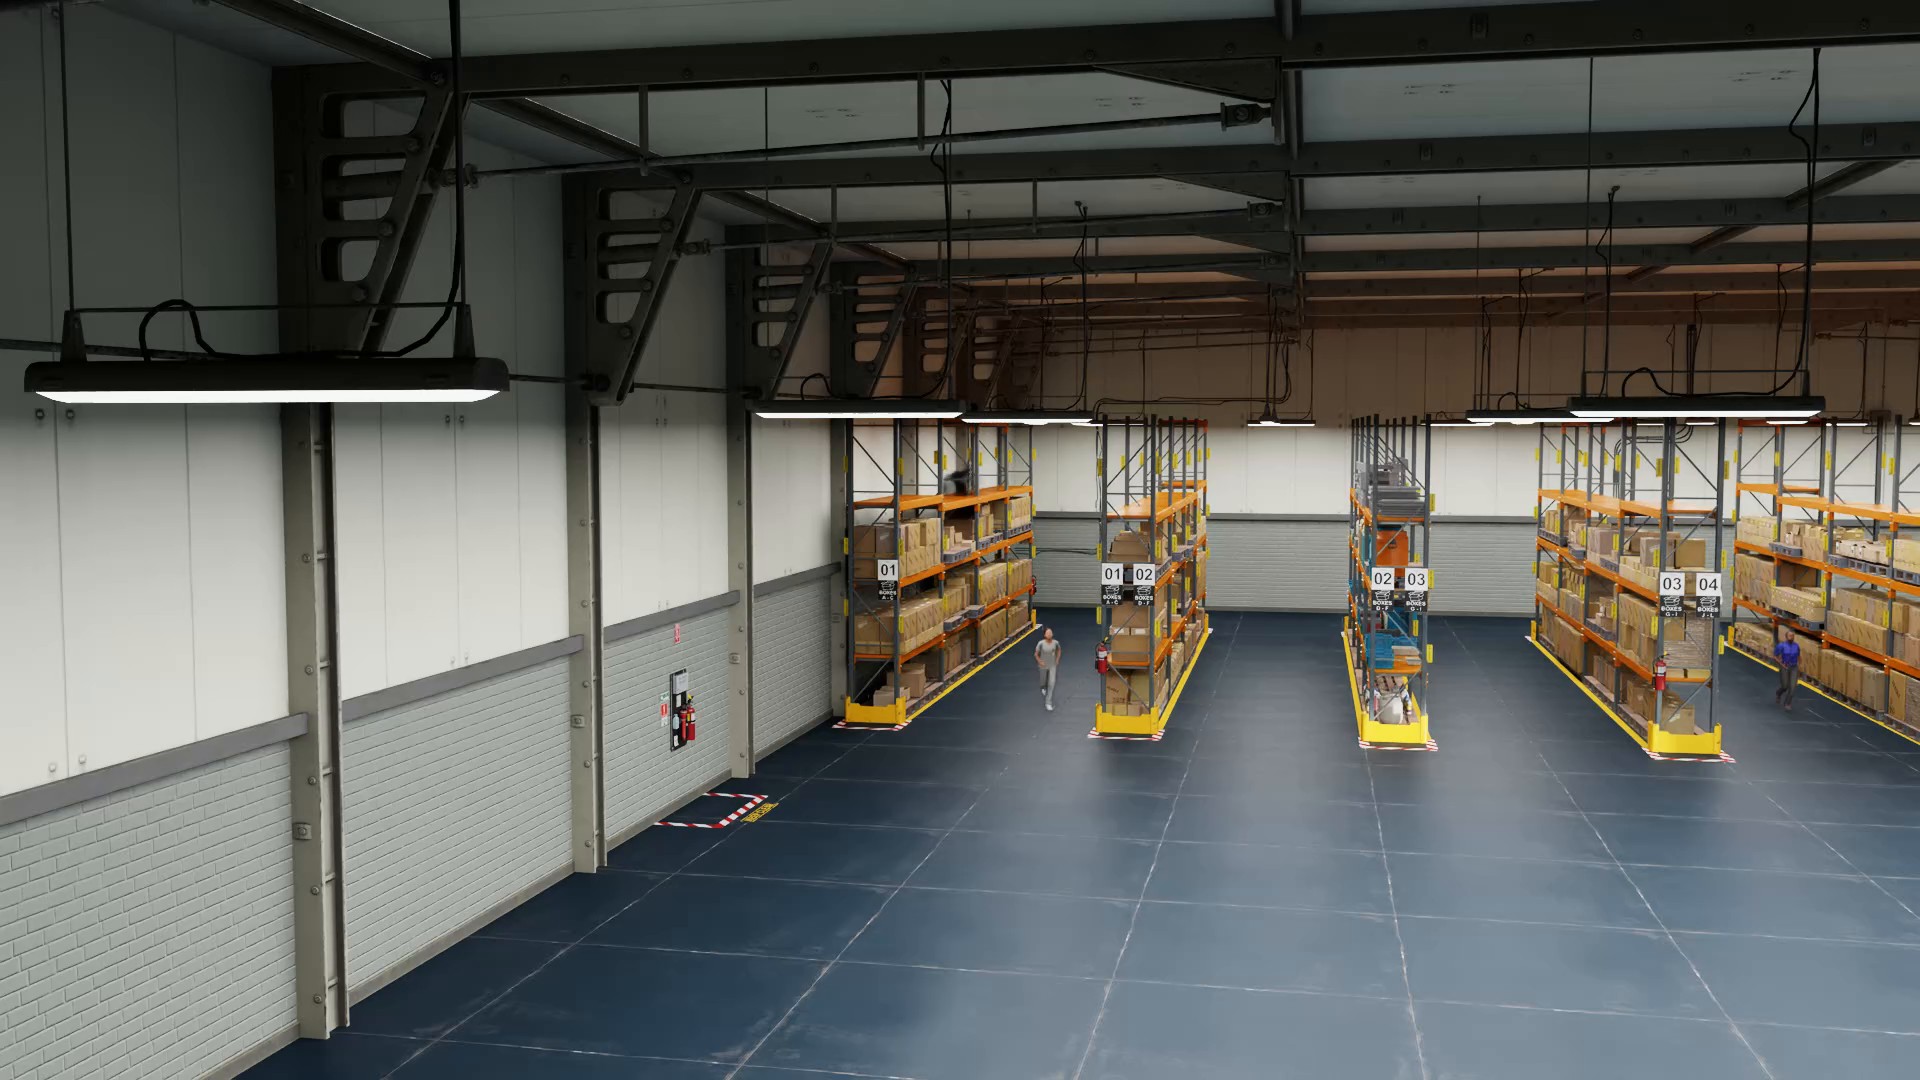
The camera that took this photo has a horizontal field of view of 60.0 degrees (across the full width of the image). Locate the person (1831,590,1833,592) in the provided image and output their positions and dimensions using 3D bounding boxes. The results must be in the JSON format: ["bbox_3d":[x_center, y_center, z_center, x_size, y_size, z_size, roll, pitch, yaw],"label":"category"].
[{"bbox_3d":[22.070,2.092,42.311,0.575,1.665,0.622,0,4,5],"label":"person"}]

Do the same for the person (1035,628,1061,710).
[{"bbox_3d":[1.821,2.646,34.377,0.547,1.637,0.998,0,4,3],"label":"person"}]

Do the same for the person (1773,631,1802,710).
[{"bbox_3d":[16.945,2.652,34.030,0.564,1.609,0.548,0,4,3],"label":"person"}]
